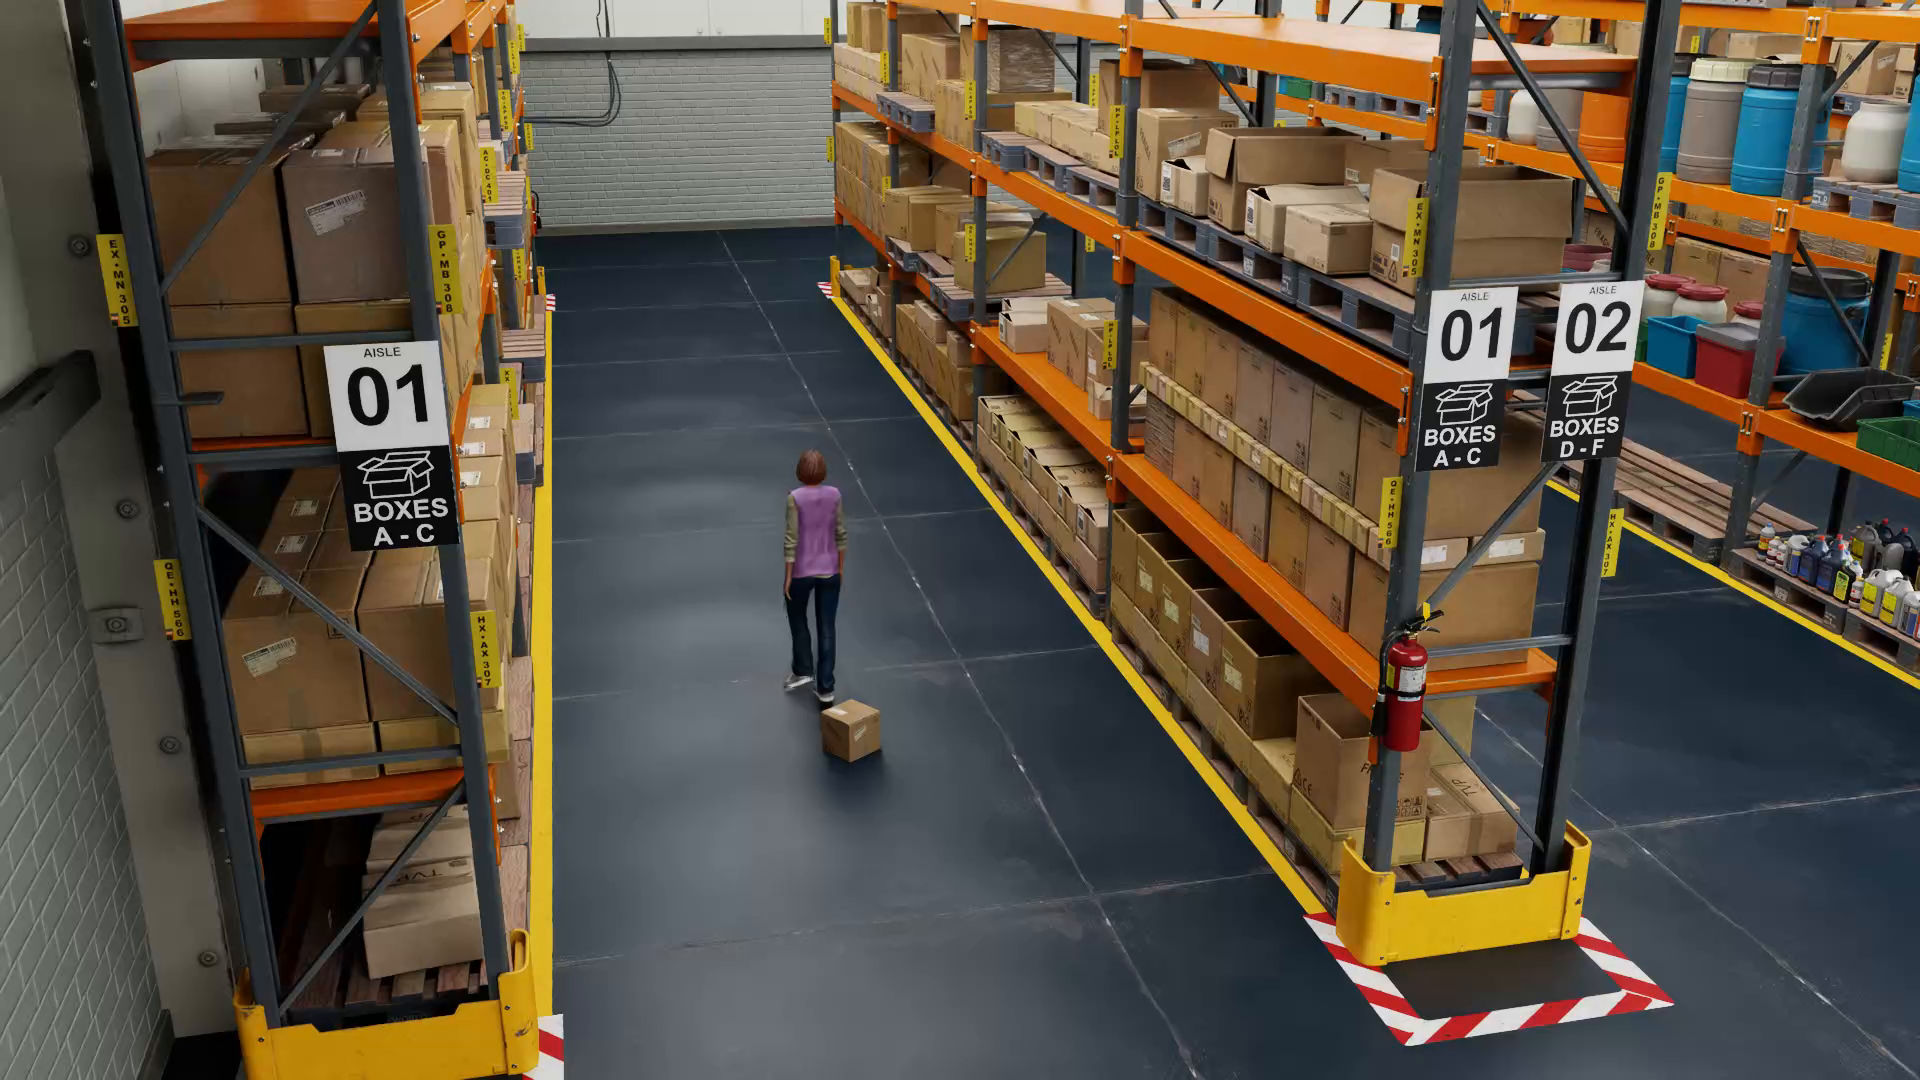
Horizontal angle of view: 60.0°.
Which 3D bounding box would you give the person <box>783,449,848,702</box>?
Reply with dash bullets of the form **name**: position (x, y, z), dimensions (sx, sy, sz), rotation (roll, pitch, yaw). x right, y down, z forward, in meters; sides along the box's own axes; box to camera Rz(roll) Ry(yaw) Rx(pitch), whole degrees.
- **person**: position (-0.896, 0.254, 10.436), dimensions (0.440, 1.638, 0.532), rotation (-6, 21, -17)
